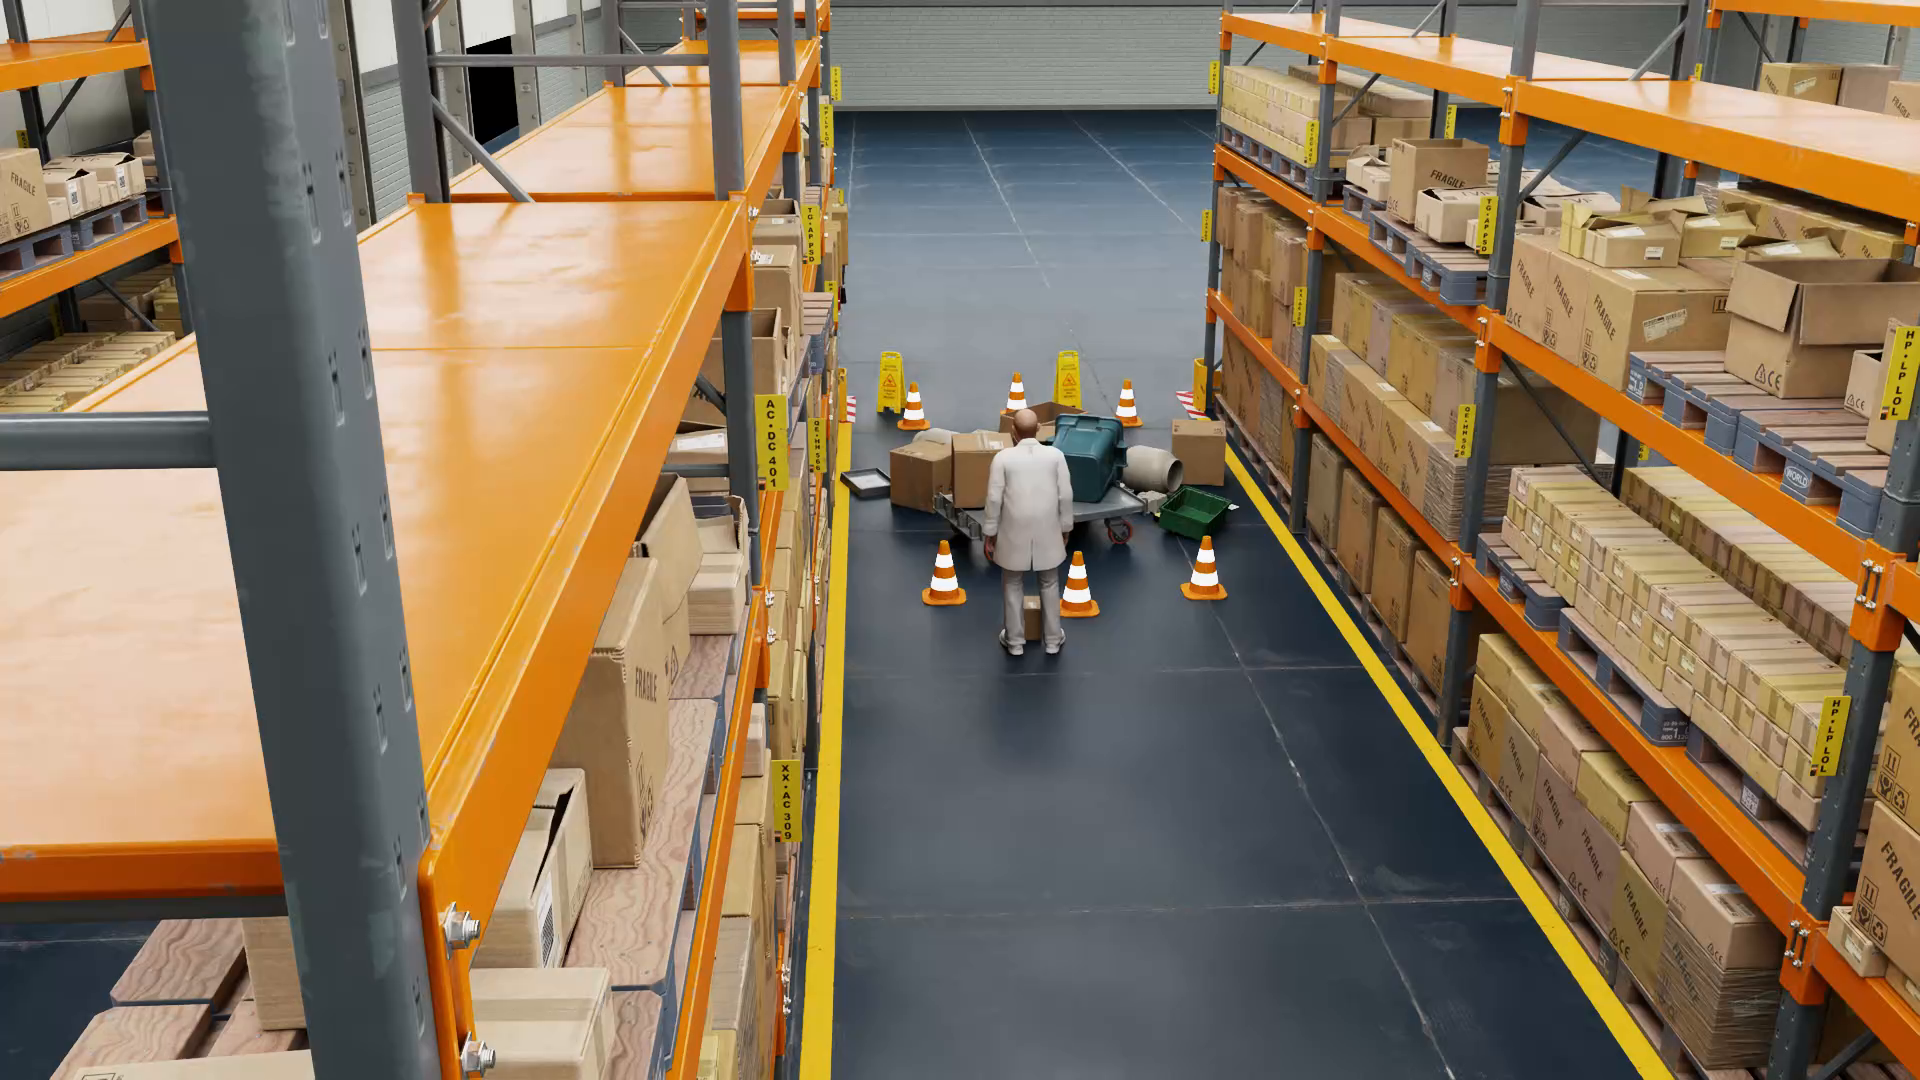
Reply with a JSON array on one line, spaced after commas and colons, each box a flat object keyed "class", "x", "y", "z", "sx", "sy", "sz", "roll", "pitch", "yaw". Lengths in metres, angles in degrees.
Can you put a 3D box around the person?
[{"class": "person", "x": 0.479, "y": -0.056, "z": 11.750, "sx": 0.654, "sy": 1.774, "sz": 0.422, "roll": -2, "pitch": 20, "yaw": -6}]
